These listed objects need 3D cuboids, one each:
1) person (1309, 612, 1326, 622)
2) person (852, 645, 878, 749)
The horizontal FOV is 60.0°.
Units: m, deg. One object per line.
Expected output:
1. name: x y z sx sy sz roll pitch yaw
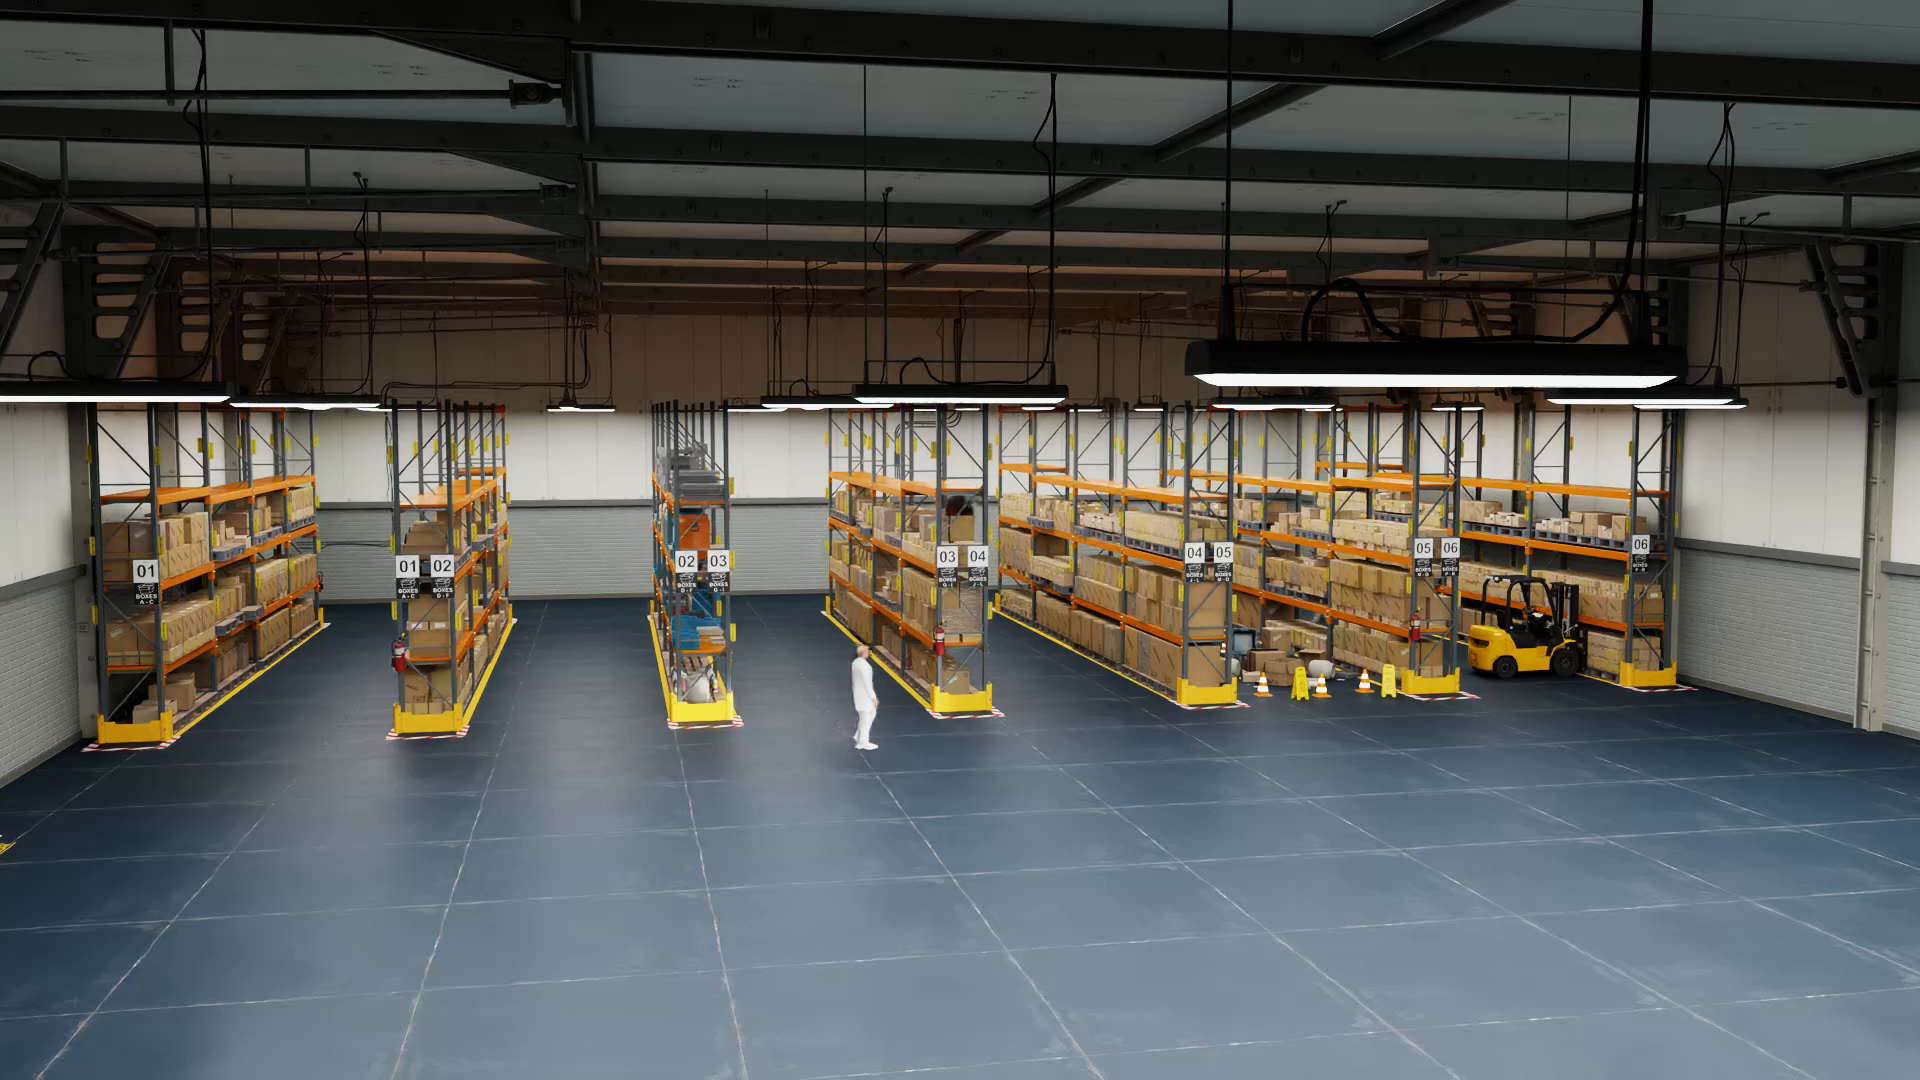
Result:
1. person: 9.894 1.438 46.026 0.610 1.652 0.543 -1 4 -8
2. person: -1.628 2.699 28.557 0.431 1.804 0.679 -1 4 -7
